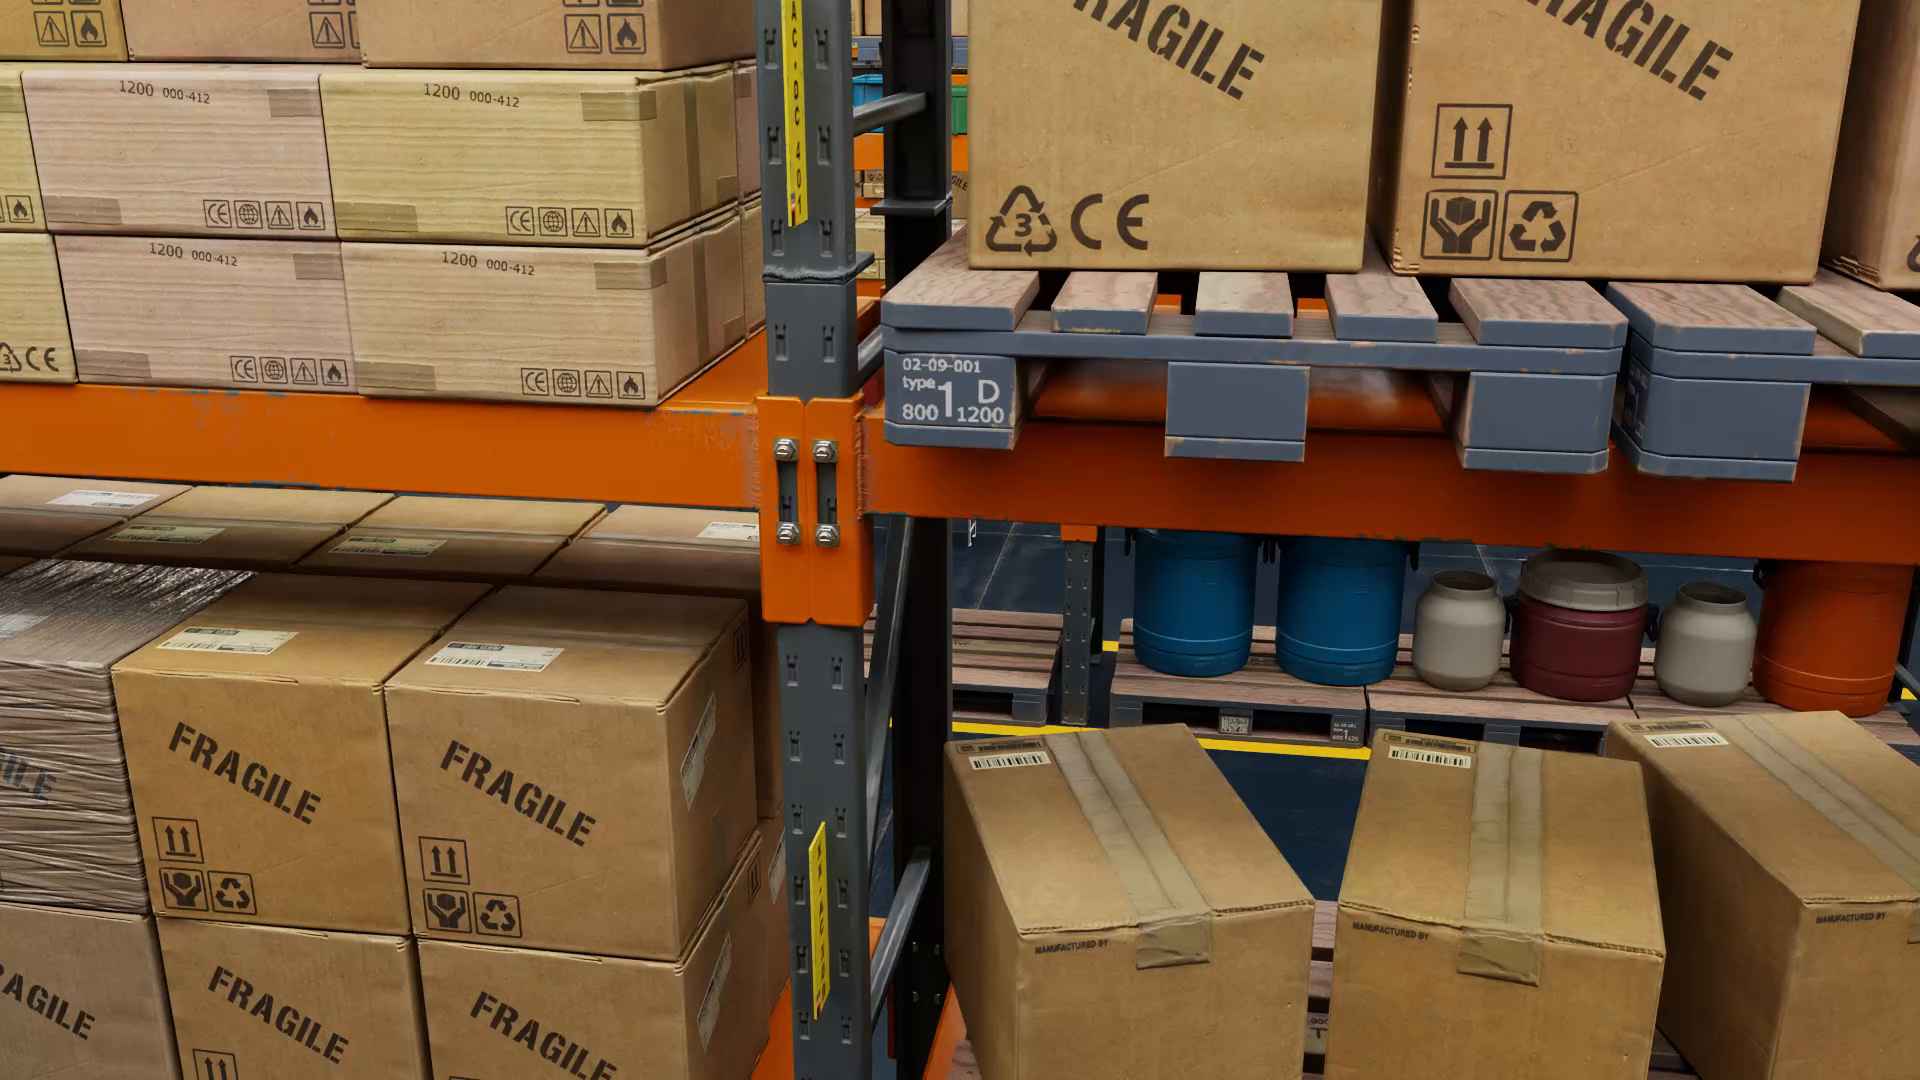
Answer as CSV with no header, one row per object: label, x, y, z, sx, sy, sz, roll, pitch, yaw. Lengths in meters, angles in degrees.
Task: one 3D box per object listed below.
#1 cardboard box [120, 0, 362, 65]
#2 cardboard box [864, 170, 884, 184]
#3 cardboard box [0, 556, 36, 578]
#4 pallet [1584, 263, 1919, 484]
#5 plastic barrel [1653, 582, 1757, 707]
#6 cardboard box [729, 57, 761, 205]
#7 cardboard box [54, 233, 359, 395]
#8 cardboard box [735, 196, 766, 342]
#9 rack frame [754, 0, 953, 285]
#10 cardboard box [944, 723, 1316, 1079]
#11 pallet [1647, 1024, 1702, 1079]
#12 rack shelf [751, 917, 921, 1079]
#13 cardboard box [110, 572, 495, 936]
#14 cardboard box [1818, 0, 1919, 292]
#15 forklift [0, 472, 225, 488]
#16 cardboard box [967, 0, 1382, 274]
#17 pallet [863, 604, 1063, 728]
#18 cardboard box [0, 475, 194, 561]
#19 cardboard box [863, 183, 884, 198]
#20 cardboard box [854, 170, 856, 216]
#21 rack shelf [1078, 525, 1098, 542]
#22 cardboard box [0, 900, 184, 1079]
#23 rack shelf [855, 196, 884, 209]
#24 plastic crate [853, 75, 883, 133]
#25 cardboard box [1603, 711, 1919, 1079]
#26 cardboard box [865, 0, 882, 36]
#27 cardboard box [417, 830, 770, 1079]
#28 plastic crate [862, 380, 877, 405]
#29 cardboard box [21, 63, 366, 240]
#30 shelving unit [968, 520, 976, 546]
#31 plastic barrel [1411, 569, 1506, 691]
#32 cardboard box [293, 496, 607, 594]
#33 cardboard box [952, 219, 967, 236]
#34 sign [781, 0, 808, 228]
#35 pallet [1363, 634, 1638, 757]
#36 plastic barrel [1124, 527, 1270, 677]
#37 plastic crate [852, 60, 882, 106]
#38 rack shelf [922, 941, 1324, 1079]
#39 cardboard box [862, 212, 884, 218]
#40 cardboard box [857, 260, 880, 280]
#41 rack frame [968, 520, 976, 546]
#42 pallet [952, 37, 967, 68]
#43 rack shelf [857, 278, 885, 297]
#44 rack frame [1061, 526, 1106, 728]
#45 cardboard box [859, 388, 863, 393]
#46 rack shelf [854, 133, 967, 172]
cardboard box,-1.114,-1.146,3.039,0.500,0.500,0.700,3,19,9
cardboard box,-0.713,-4.033,17.504,0.500,0.500,0.500,3,19,9
cardboard box,-2.198,0.339,3.331,0.500,0.500,0.500,3,19,8
pallet,1.500,-0.347,2.681,1.003,0.211,1.213,3,19,9
plastic barrel,3.525,0.491,7.867,0.421,0.512,0.421,0,18,0
cardboard box,-0.597,-0.810,3.218,0.500,0.250,0.500,3,19,9
cardboard box,-1.171,-0.440,2.901,0.500,0.250,0.500,3,19,9
cardboard box,-0.598,-0.573,3.297,0.500,0.250,0.500,3,19,9
rack frame,-0.157,-1.964,2.492,0.127,3.000,1.000,3,19,9
cardboard box,0.275,0.728,3.081,0.500,0.500,0.700,-3,19,-10
pallet,1.872,1.076,3.161,1.213,0.211,1.003,3,19,9
rack shelf,-2.131,1.121,3.859,4.000,0.370,1.077,3,19,9
cardboard box,-1.203,0.390,3.178,0.500,0.500,0.500,3,19,8
cardboard box,1.646,-0.721,2.527,0.600,0.600,0.600,2,19,6
forklift,-2.973,-0.071,6.396,3.031,2.935,1.130,4,19,10
cardboard box,0.329,-0.787,2.725,0.600,0.600,0.600,1,19,3
pallet,-0.100,0.626,8.598,1.213,0.211,1.003,3,19,9
cardboard box,-2.104,0.170,3.836,0.500,0.500,0.500,4,19,10
cardboard box,-0.862,-3.705,17.544,0.250,0.149,0.380,2,19,7
cardboard box,-1.094,-2.692,12.706,0.500,0.500,0.500,2,19,7
rack shelf,2.607,-0.229,7.895,4.000,0.370,1.077,3,19,9
cardboard box,-1.708,0.838,3.414,0.500,0.500,0.500,3,19,10
rack shelf,0.330,-3.531,17.763,4.000,0.370,1.077,3,19,9
plastic crate,-0.317,-1.960,7.470,0.300,0.233,0.416,3,19,9
cardboard box,1.597,0.704,3.154,0.500,0.500,0.700,-2,19,-5
cardboard box,-0.388,-4.059,12.503,0.500,0.500,0.700,4,19,11
cardboard box,-0.691,0.888,3.263,0.500,0.500,0.500,3,19,10
plastic crate,-0.209,-0.853,8.431,0.583,0.464,0.402,3,19,9
cardboard box,-1.173,-0.673,2.810,0.500,0.250,0.500,3,19,9
shelving unit,-0.163,-0.577,10.638,0.503,1.200,0.258,3,19,9
plastic barrel,2.410,0.434,8.037,0.421,0.512,0.421,0,18,0
cardboard box,-1.087,0.221,3.681,0.500,0.500,0.500,2,19,7
cardboard box,-0.075,-2.284,12.668,0.500,0.250,0.500,3,19,10
sign,-0.235,-0.617,2.377,0.005,0.325,0.100,3,19,9
pallet,2.596,0.764,8.187,1.213,0.211,1.003,3,19,9
plastic barrel,1.167,0.158,8.250,0.708,0.901,0.600,3,19,9
plastic crate,-0.550,-2.180,8.070,0.590,0.269,0.497,3,19,9
rack shelf,1.818,1.322,3.257,4.000,0.370,1.077,3,19,9
cardboard box,-0.492,-2.477,13.245,0.500,0.250,0.500,3,19,9
cardboard box,-0.714,-2.107,12.768,0.250,0.149,0.380,2,19,7
rack frame,0.077,-0.565,10.601,0.015,1.200,0.240,3,19,9
pallet,0.612,-3.648,12.390,1.213,0.211,1.003,3,19,9
rack shelf,-0.556,-1.982,13.134,4.000,0.370,1.077,3,19,9
rack frame,0.633,-0.671,8.081,0.127,3.000,1.000,3,19,9
cardboard box,-0.988,-1.563,13.433,0.875,0.875,0.875,3,19,9
rack shelf,-1.342,-1.853,8.020,4.000,0.370,1.077,3,19,9
